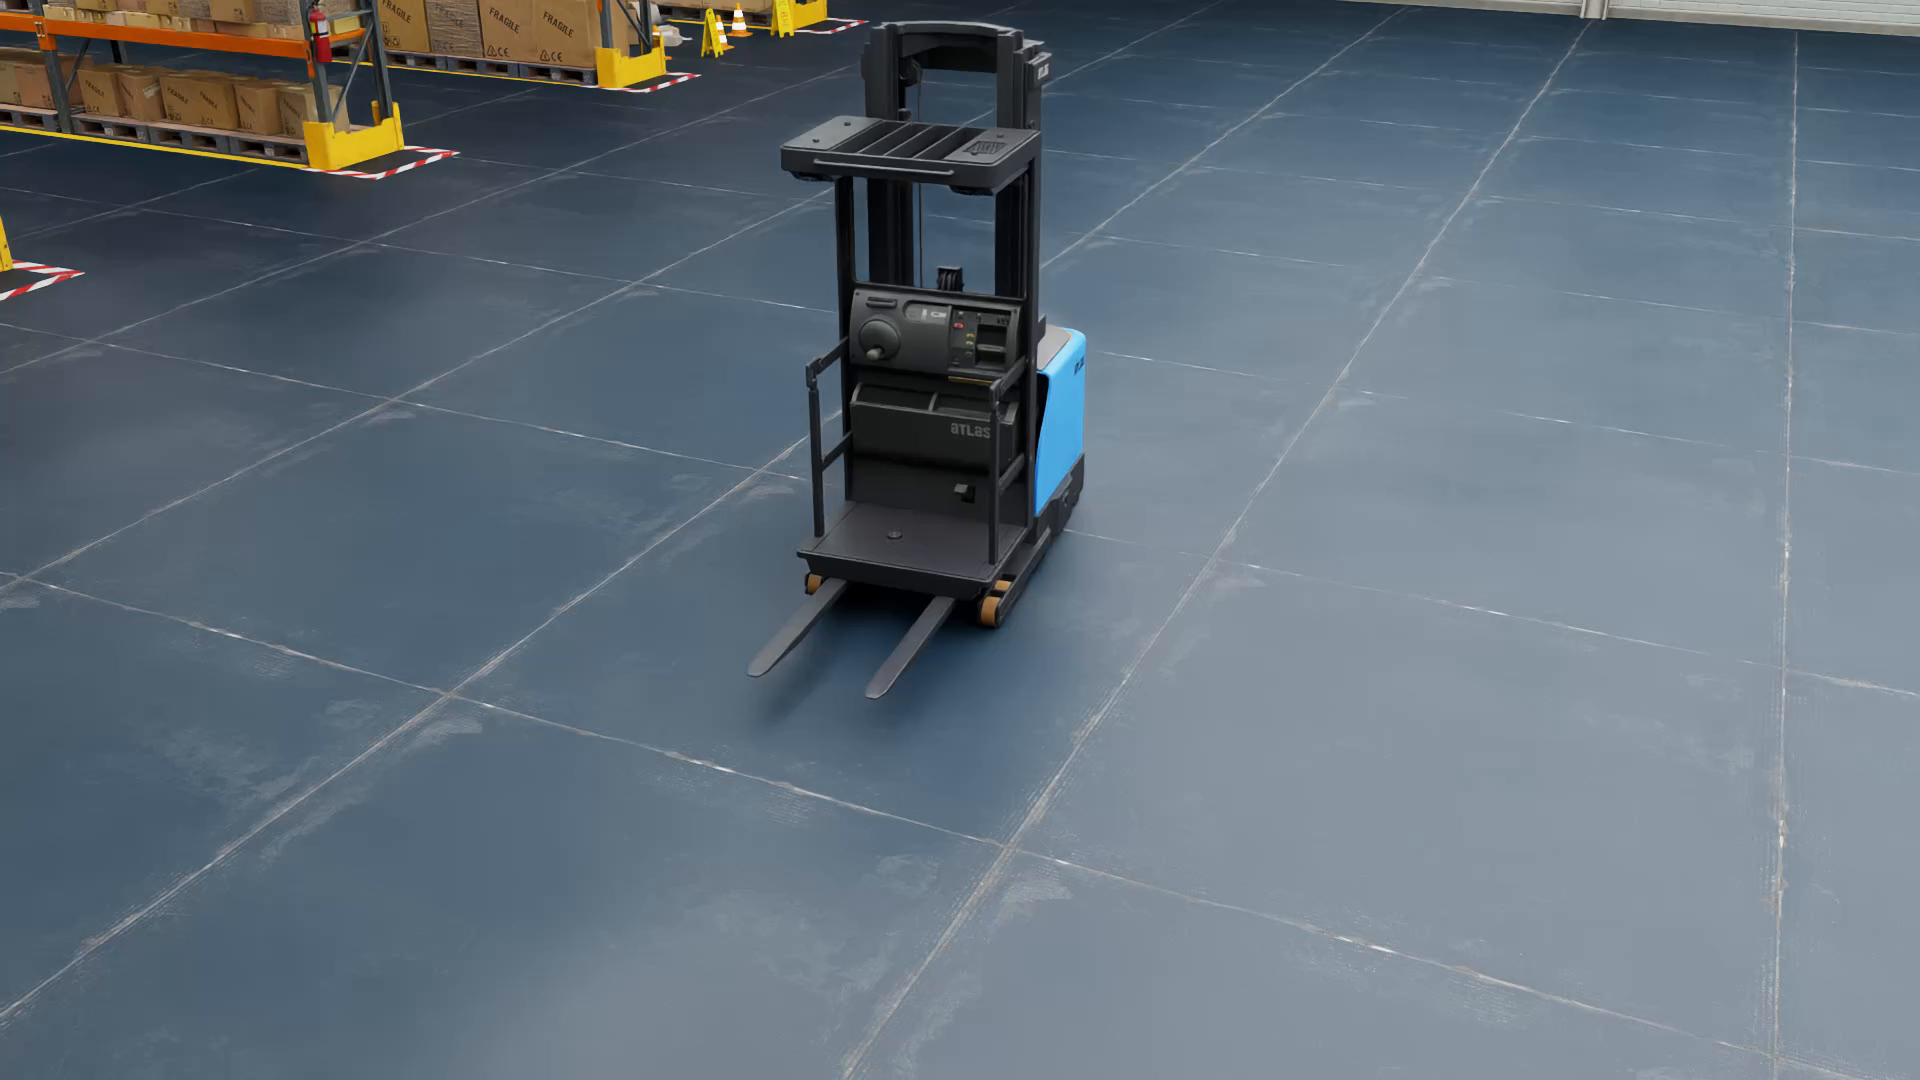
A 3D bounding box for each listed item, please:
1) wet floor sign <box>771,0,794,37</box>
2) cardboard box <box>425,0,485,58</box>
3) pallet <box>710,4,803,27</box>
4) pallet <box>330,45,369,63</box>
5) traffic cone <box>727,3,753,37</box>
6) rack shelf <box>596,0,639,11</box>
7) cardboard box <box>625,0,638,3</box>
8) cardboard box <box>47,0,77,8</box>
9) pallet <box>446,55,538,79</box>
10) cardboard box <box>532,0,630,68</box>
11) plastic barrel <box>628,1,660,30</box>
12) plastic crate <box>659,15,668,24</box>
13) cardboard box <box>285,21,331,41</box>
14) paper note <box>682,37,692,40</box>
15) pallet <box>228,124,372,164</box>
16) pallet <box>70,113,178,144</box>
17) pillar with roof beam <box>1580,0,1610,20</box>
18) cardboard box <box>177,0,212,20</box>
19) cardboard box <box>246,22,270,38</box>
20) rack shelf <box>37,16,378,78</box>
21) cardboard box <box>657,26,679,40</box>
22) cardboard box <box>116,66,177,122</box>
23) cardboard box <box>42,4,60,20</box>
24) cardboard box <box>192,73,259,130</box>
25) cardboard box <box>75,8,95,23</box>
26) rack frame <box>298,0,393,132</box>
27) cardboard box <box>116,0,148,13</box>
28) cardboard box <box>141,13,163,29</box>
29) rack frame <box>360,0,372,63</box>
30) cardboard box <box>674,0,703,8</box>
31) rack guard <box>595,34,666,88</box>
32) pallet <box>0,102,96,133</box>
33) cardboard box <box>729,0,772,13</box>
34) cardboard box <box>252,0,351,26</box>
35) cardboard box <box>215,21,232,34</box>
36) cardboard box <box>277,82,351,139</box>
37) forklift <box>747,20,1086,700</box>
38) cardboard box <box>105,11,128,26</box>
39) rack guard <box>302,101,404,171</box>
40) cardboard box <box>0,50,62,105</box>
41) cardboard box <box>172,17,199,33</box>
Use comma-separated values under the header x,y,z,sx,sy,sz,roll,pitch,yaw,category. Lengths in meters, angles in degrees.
x,y,z,sx,sy,sz,roll,pitch,yaw,category
-2.717,-8.000,25.268,0.232,0.644,0.267,23,35,39,wet floor sign
-6.679,-7.172,22.852,0.875,0.875,0.875,12,28,22,cardboard box
-3.241,-8.447,26.667,1.213,0.211,1.003,11,28,22,pallet
-8.779,-7.103,23.938,1.213,0.211,1.003,11,28,22,pallet
-3.372,-7.943,25.359,0.334,0.463,0.336,11,28,22,traffic cone
-6.224,-7.555,22.514,4.000,0.370,1.077,11,28,22,rack shelf
-5.172,-8.898,27.064,0.500,0.250,0.500,13,29,25,cardboard box
-9.806,-6.339,18.779,0.500,0.500,0.875,11,28,22,cardboard box
-6.271,-6.599,22.915,1.213,0.211,1.003,11,28,22,pallet
-5.048,-6.845,22.186,0.875,0.875,0.875,12,28,22,cardboard box
-4.954,-8.134,25.792,0.512,0.421,0.421,-12,29,-23,plastic barrel
-4.998,-8.326,26.570,0.583,0.080,0.402,2,26,4,plastic crate
-6.894,-5.393,17.591,0.250,0.149,0.380,11,28,22,cardboard box
-4.131,-7.561,25.073,0.142,0.019,0.148,2,26,4,paper note
-7.343,-4.462,18.573,1.213,0.211,1.003,11,28,22,pallet
-9.564,-4.908,19.480,1.213,0.211,1.003,11,28,22,pallet
8.485,-10.774,21.445,0.400,9.000,9.100,11,28,22,pillar with roof beam
-7.980,-5.978,18.046,0.500,0.500,0.875,11,28,22,cardboard box
-7.370,-5.464,17.736,0.250,0.149,0.380,11,28,22,cardboard box
-8.369,-5.579,18.500,4.000,0.370,1.077,11,28,22,rack shelf
-4.475,-7.669,25.159,0.380,0.149,0.250,-18,31,-31,cardboard box
-9.318,-5.144,19.156,0.500,0.500,0.500,22,34,38,cardboard box
-10.119,-5.995,18.814,0.250,0.149,0.380,11,28,22,cardboard box
-8.231,-4.942,18.746,0.500,0.500,0.500,14,30,27,cardboard box
-9.658,-5.909,18.641,0.250,0.149,0.380,11,28,22,cardboard box
-6.549,-5.536,17.599,0.127,3.000,1.000,11,28,22,rack frame
-8.869,-6.182,18.461,0.500,0.500,0.875,11,28,22,cardboard box
-8.748,-5.726,18.268,0.250,0.149,0.380,11,28,22,cardboard box
-8.045,-8.243,23.097,0.127,3.000,1.000,11,28,22,rack frame
-4.241,-8.707,26.676,0.500,0.250,0.500,10,28,20,cardboard box
-4.382,-6.386,22.155,0.348,0.500,1.175,11,28,22,rack guard
-10.899,-5.158,19.988,1.213,0.211,1.003,11,28,22,pallet
-3.316,-8.520,26.296,0.500,0.250,0.500,11,28,22,cardboard box
-7.038,-5.826,17.738,0.500,0.500,0.875,11,28,22,cardboard box
-7.802,-5.578,17.968,0.250,0.149,0.380,11,28,22,cardboard box
-7.110,-4.724,18.304,0.500,0.500,0.500,17,31,31,cardboard box
-0.206,-1.055,8.574,1.130,2.935,3.031,9,28,17,forklift
-9.216,-5.805,18.429,0.250,0.149,0.380,11,28,22,cardboard box
-6.618,-4.429,18.179,0.348,0.500,1.175,11,28,22,rack guard
-11.167,-5.559,19.977,0.500,0.500,0.700,11,28,21,cardboard box
-8.303,-5.625,18.063,0.250,0.149,0.380,11,28,22,cardboard box
